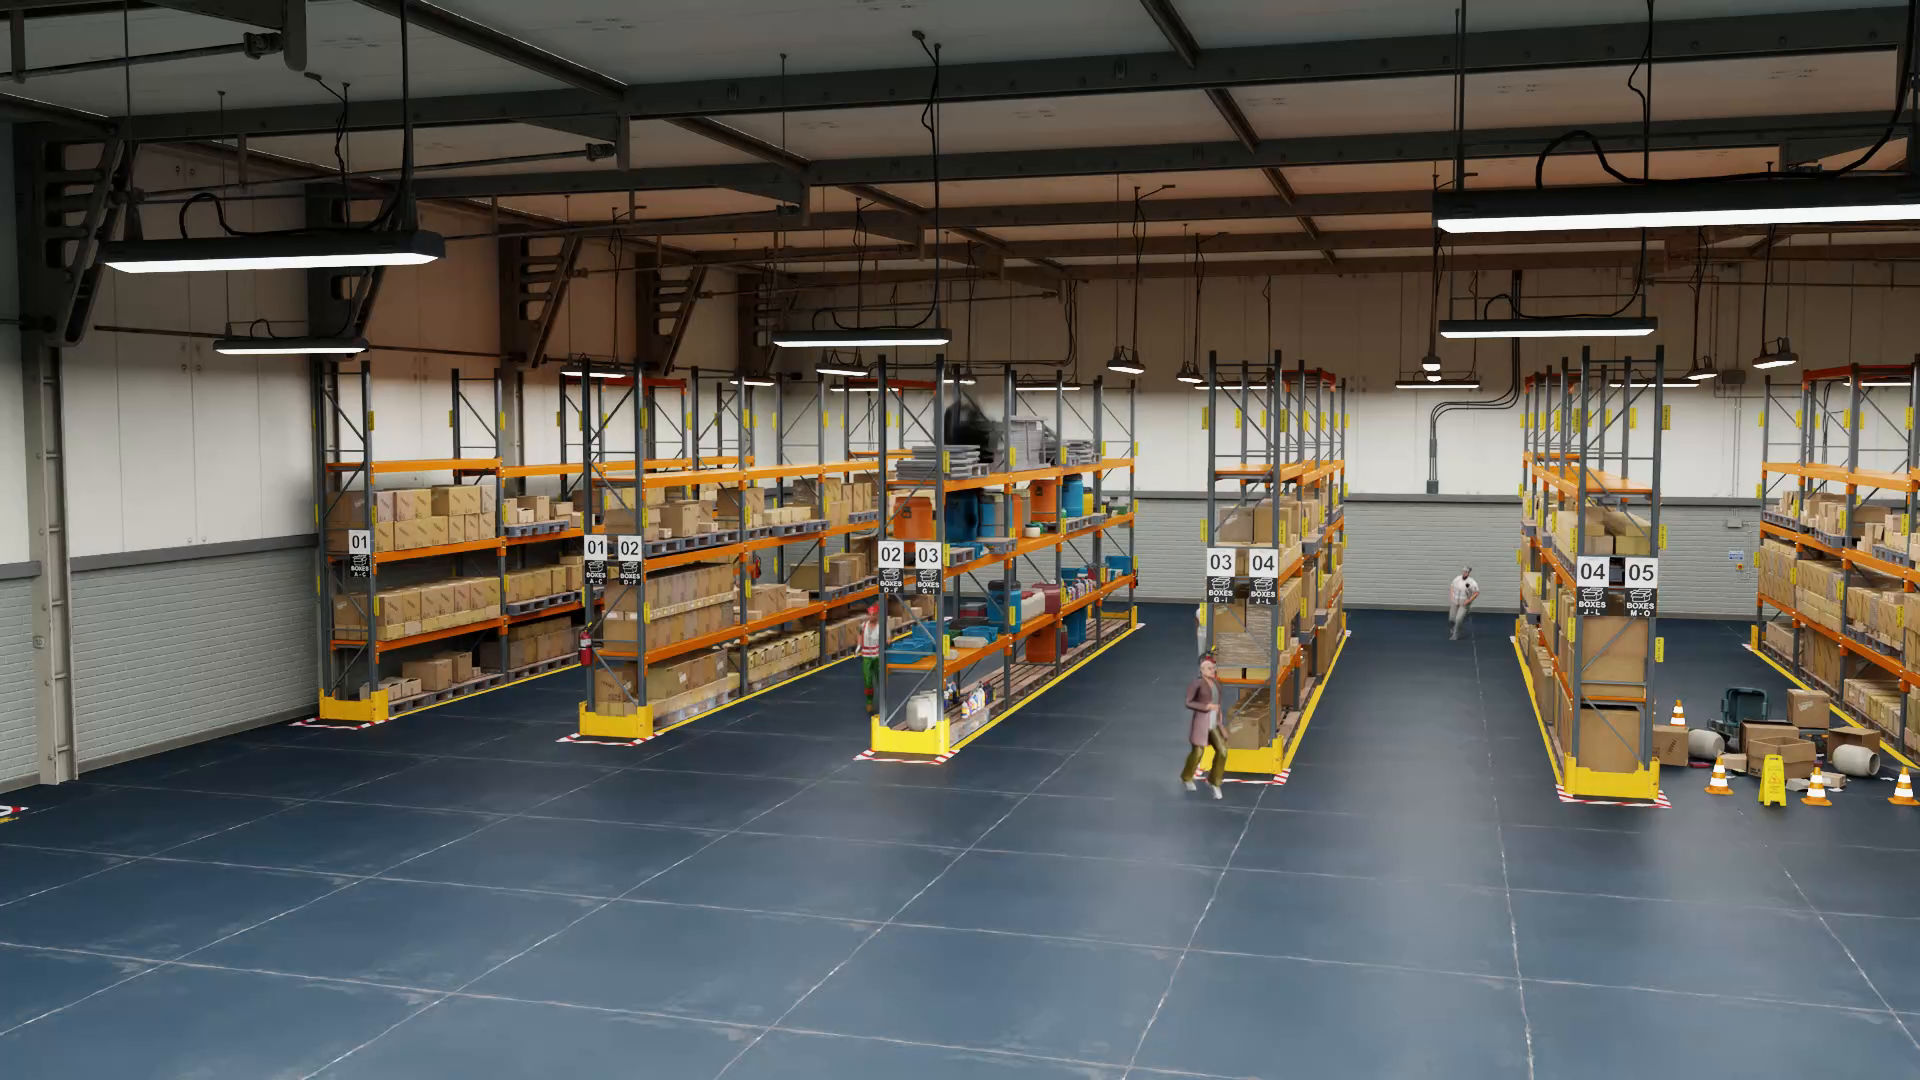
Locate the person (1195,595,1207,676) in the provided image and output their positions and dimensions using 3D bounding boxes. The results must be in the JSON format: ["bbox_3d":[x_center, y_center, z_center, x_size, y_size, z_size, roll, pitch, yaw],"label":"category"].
[{"bbox_3d":[4.772,1.898,31.911,0.546,1.751,0.908,1,4,9],"label":"person"}]

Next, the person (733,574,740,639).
[{"bbox_3d":[-4.833,1.578,36.303,0.589,1.648,0.528,1,4,16],"label":"person"}]

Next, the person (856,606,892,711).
[{"bbox_3d":[-1.489,2.022,28.788,0.661,1.769,0.993,1,4,8],"label":"person"}]

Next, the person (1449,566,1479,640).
[{"bbox_3d":[11.533,1.436,38.096,0.716,1.734,0.571,3,5,38],"label":"person"}]

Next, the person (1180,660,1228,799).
[{"bbox_3d":[3.291,2.534,22.278,0.706,1.849,0.764,-2,5,-28],"label":"person"}]
